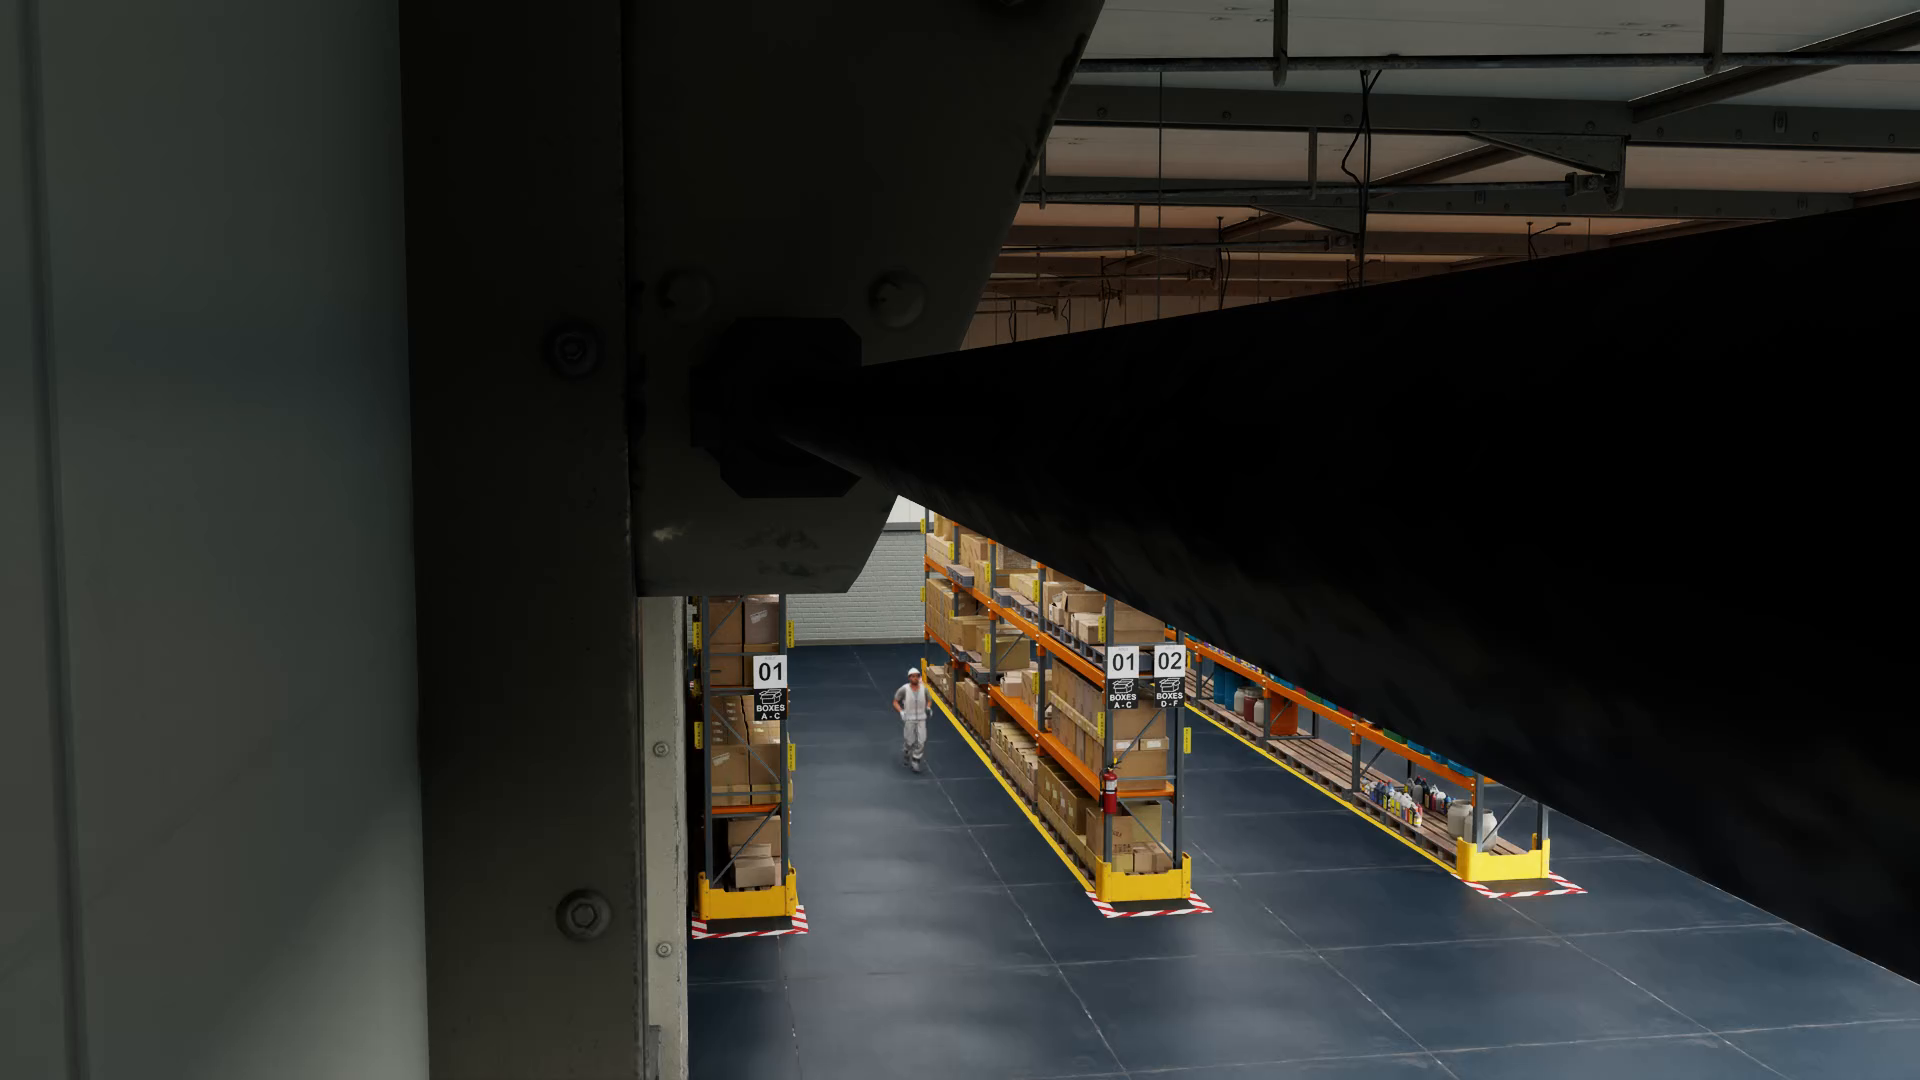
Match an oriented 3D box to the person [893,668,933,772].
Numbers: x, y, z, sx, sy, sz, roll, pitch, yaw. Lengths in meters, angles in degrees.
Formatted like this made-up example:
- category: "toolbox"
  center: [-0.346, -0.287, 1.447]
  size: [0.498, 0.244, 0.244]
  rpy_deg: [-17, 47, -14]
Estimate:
- category: "person"
  center: [-0.762, 3.014, 27.832]
  size: [0.652, 1.738, 0.613]
  rpy_deg: [-2, 5, -17]
